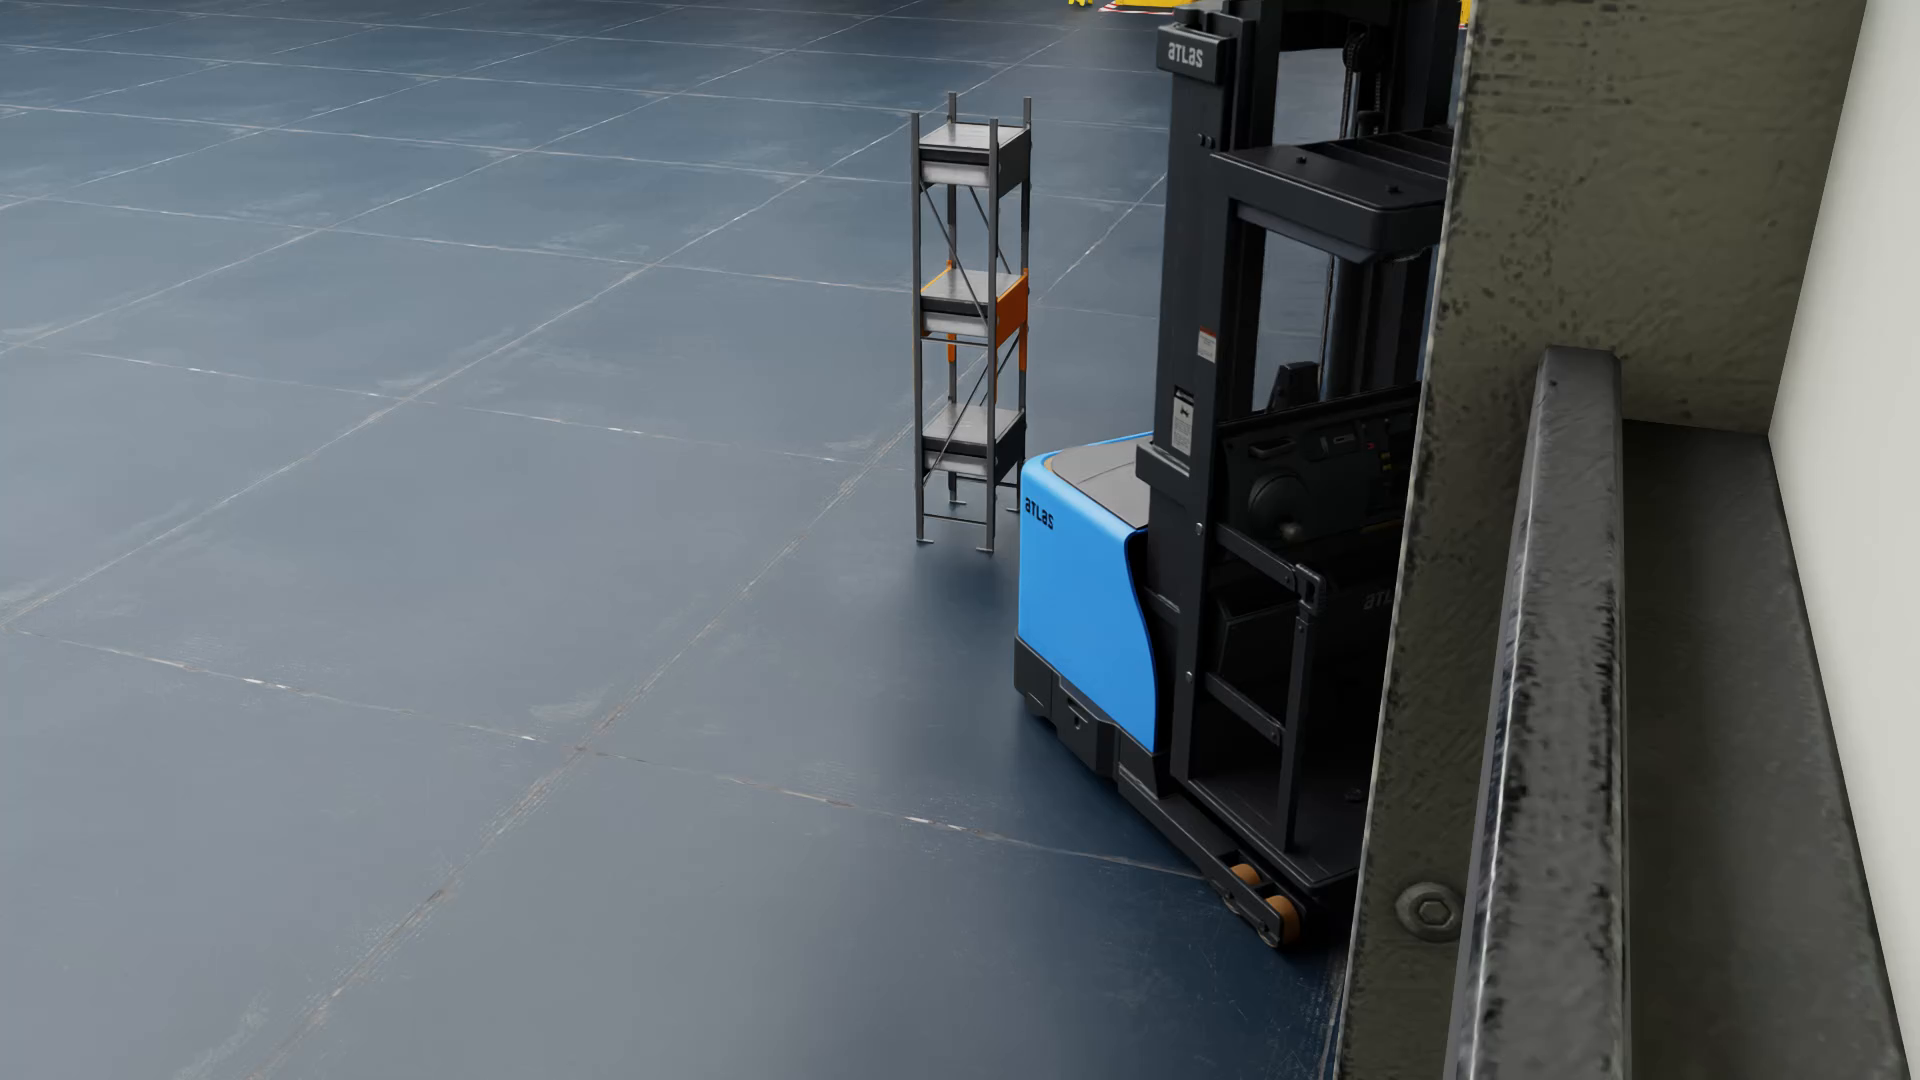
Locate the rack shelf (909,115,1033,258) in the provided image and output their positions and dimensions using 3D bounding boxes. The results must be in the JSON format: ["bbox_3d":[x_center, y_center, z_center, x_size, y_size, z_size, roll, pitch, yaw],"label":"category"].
[{"bbox_3d":[0.055,-1.631,7.634,0.431,0.518,0.480,9,27,17],"label":"rack shelf"}]

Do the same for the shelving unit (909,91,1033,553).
[{"bbox_3d":[0.055,-1.013,7.933,0.431,2.100,0.503,9,27,17],"label":"shelving unit"}]

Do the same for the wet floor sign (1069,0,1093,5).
[{"bbox_3d":[1.795,-8.255,24.559,0.267,0.644,0.232,20,32,35],"label":"wet floor sign"}]

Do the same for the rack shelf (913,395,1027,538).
[{"bbox_3d":[0.055,-0.371,8.244,0.431,0.518,0.480,9,27,17],"label":"rack shelf"}]

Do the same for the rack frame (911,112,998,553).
[{"bbox_3d":[-0.026,-0.913,7.726,0.400,2.100,0.015,9,27,17],"label":"rack frame"}]

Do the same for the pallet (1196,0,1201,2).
[{"bbox_3d":[3.196,-8.342,25.237,1.003,0.211,1.213,9,27,17],"label":"pallet"}]

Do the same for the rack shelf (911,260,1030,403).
[{"bbox_3d":[0.055,-1.001,7.939,0.431,0.518,0.480,9,27,17],"label":"rack shelf"}]

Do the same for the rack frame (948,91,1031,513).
[{"bbox_3d":[0.136,-1.113,8.140,0.400,2.100,0.015,9,27,17],"label":"rack frame"}]

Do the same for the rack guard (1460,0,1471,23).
[{"bbox_3d":[7.541,-7.384,22.927,1.175,0.500,0.348,9,27,17],"label":"rack guard"}]

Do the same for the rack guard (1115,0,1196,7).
[{"bbox_3d":[2.892,-8.143,24.496,1.175,0.500,0.348,9,27,17],"label":"rack guard"}]

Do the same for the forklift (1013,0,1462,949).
[{"bbox_3d":[1.355,-0.203,5.306,1.130,2.935,3.031,-13,29,-25],"label":"forklift"}]
